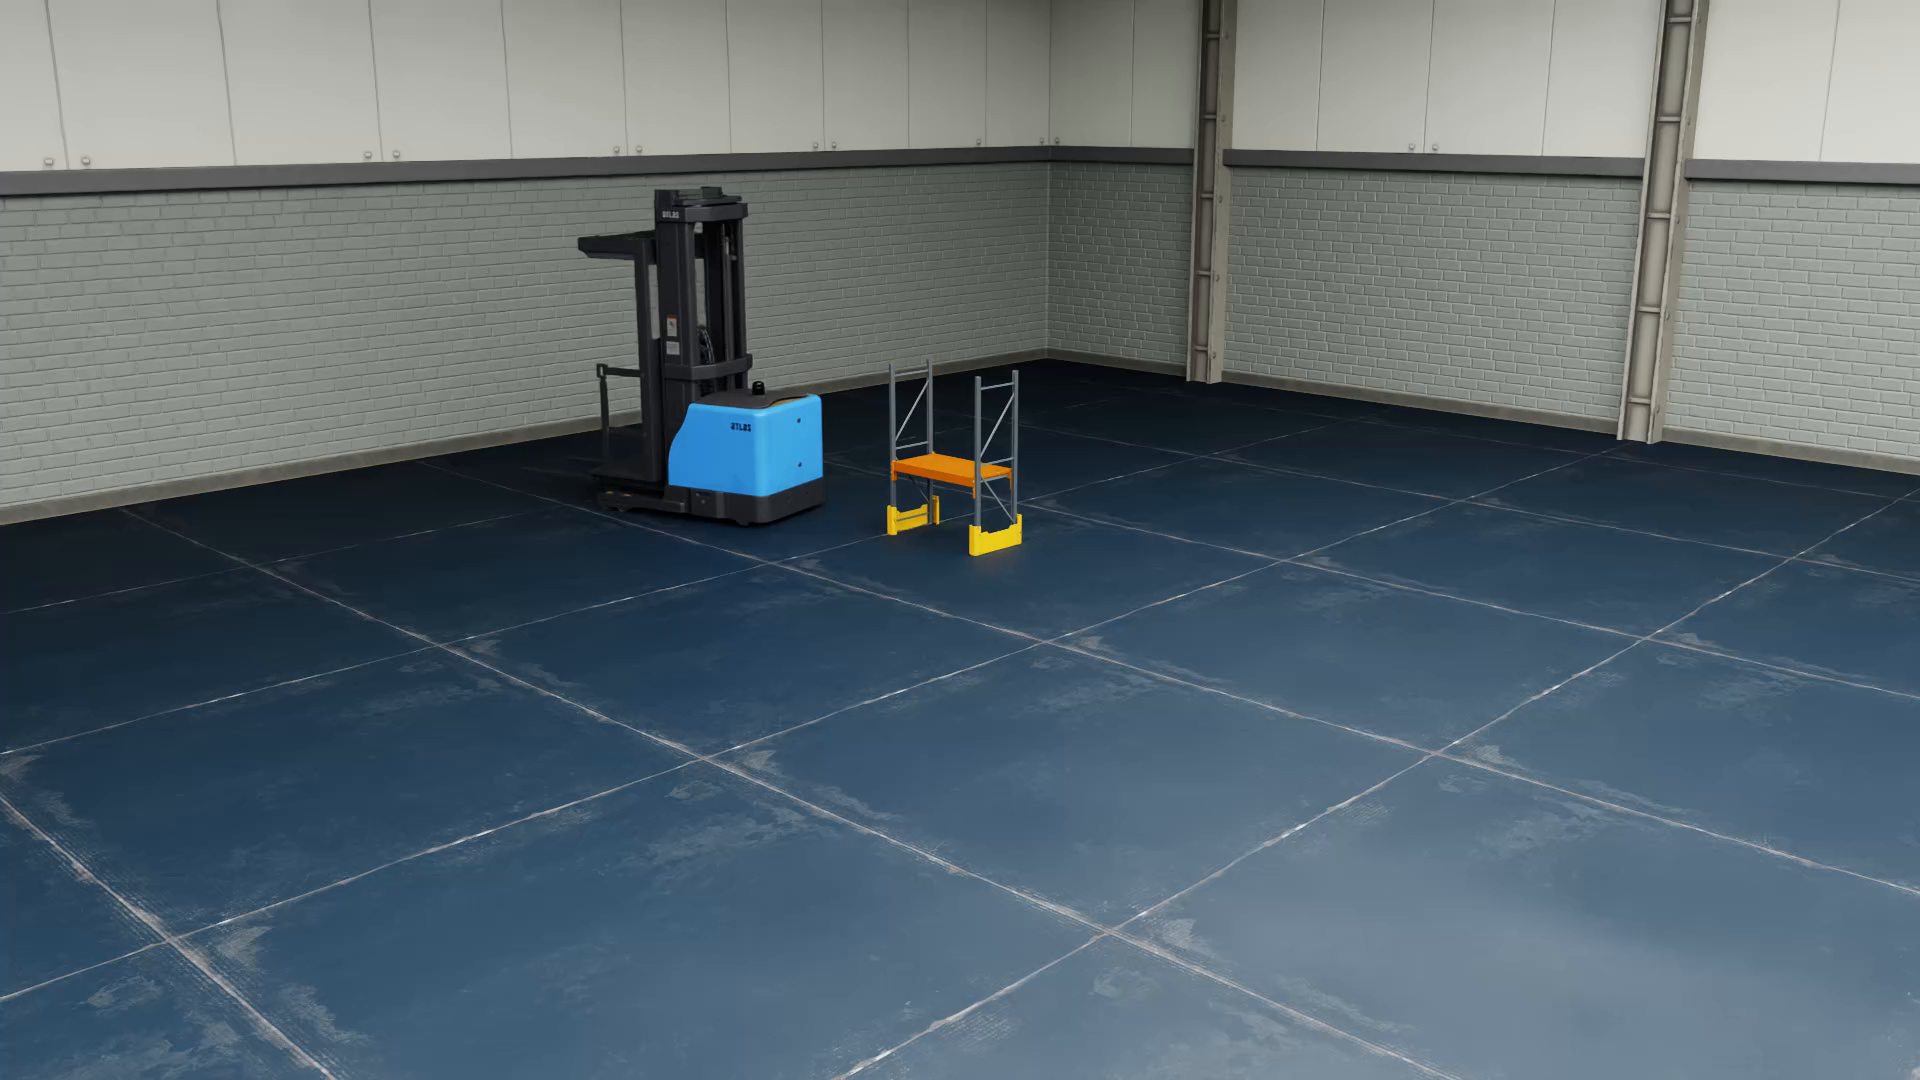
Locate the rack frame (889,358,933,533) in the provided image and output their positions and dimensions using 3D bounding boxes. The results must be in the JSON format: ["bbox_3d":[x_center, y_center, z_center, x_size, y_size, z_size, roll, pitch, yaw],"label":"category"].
[{"bbox_3d":[-0.427,-0.830,14.642,0.032,1.500,0.500,14,20,42],"label":"rack frame"}]

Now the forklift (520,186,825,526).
[{"bbox_3d":[-2.803,-1.788,15.482,3.031,2.935,1.130,8,17,28],"label":"forklift"}]

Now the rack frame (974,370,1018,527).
[{"bbox_3d":[0.305,-0.652,13.959,0.032,1.500,0.500,14,20,42],"label":"rack frame"}]

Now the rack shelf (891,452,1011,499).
[{"bbox_3d":[-0.061,-0.567,14.346,1.000,0.185,0.538,14,20,42],"label":"rack shelf"}]

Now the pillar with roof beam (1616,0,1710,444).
[{"bbox_3d":[4.680,-4.704,14.639,0.400,9.000,9.100,14,20,42],"label":"pillar with roof beam"}]

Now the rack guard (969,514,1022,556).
[{"bbox_3d":[0.304,-0.047,14.117,0.087,0.250,0.587,14,20,42],"label":"rack guard"}]

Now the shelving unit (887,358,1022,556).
[{"bbox_3d":[-0.055,-0.739,14.294,1.083,1.500,0.587,14,20,42],"label":"shelving unit"}]

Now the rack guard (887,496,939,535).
[{"bbox_3d":[-0.413,-0.221,14.786,0.087,0.250,0.587,14,20,42],"label":"rack guard"}]
